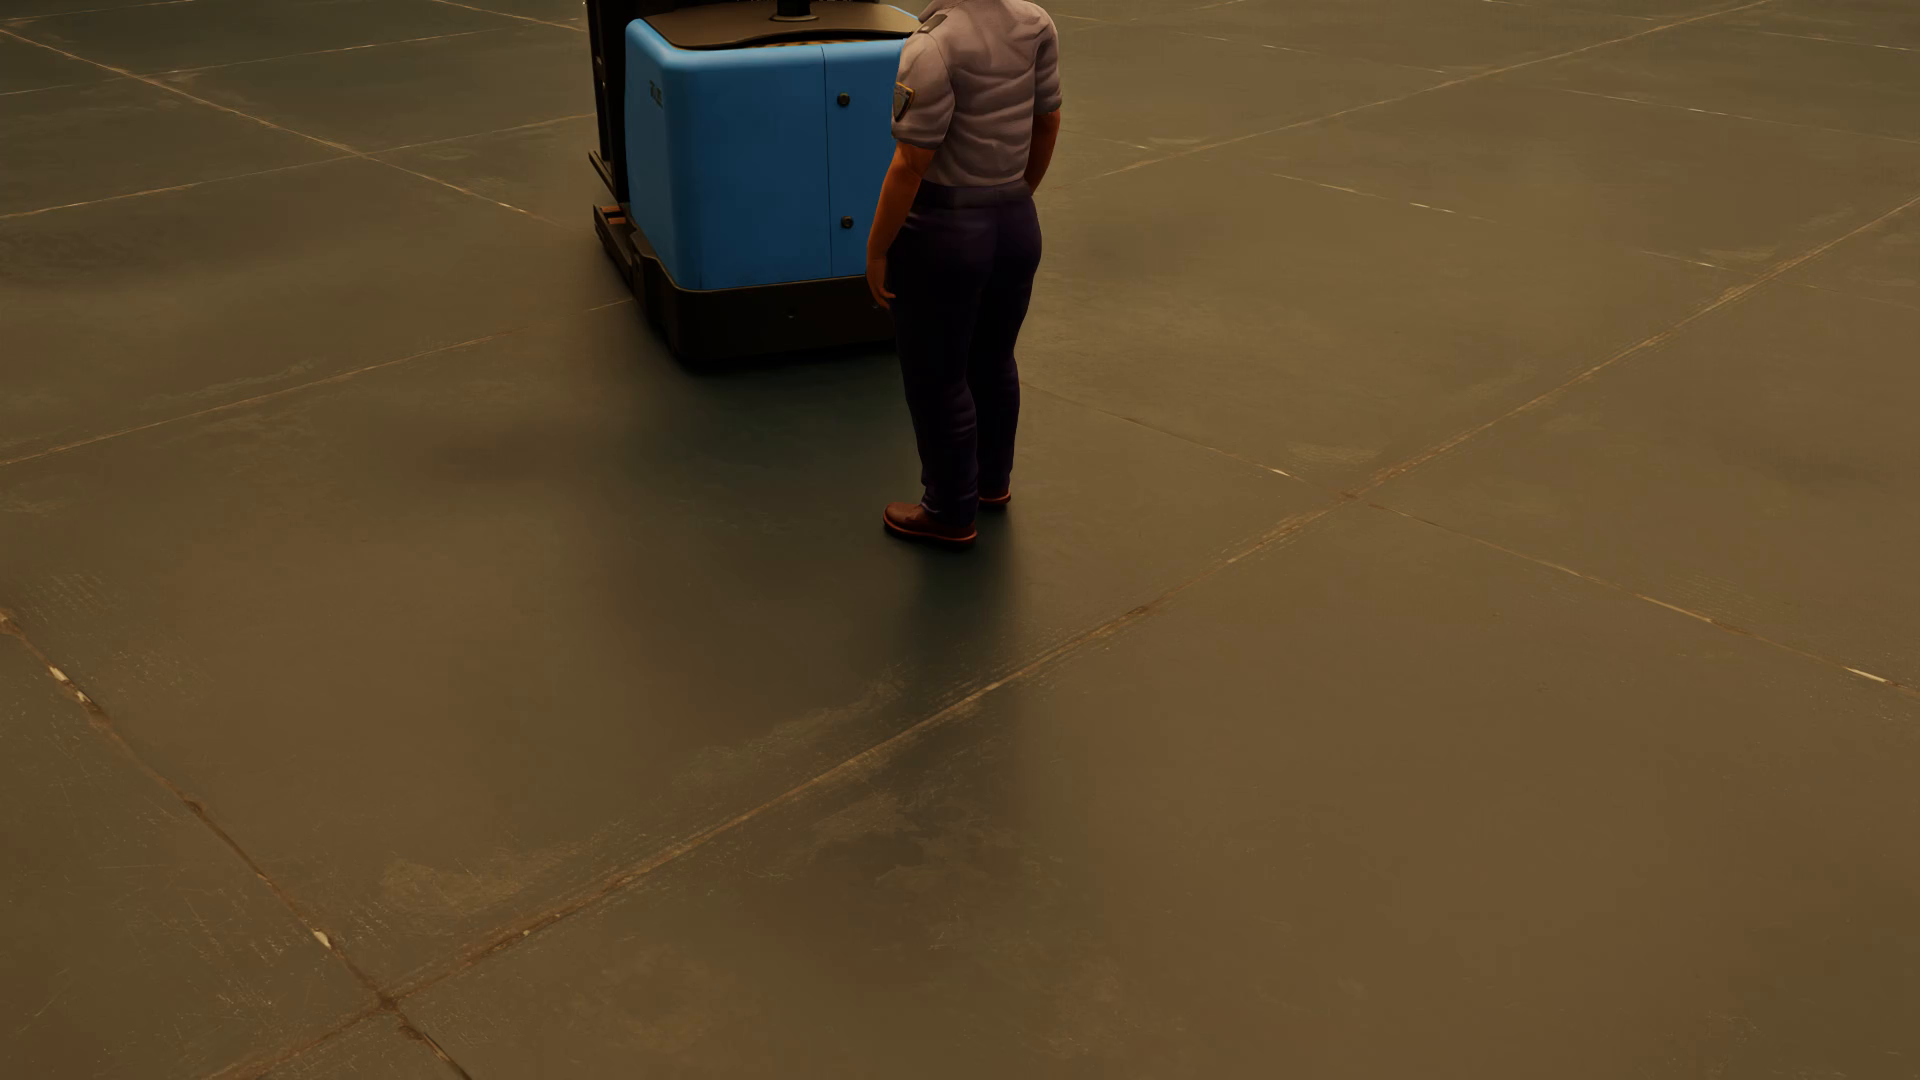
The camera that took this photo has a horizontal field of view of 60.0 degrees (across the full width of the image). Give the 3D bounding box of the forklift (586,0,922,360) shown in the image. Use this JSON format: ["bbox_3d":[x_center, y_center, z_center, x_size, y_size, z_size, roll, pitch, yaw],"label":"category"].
[{"bbox_3d":[-0.930,-2.551,6.416,1.130,2.935,3.031,-9,27,-17],"label":"forklift"}]

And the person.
[{"bbox_3d":[-0.047,-0.781,4.248,0.598,1.651,0.502,-24,35,-39],"label":"person"}]
